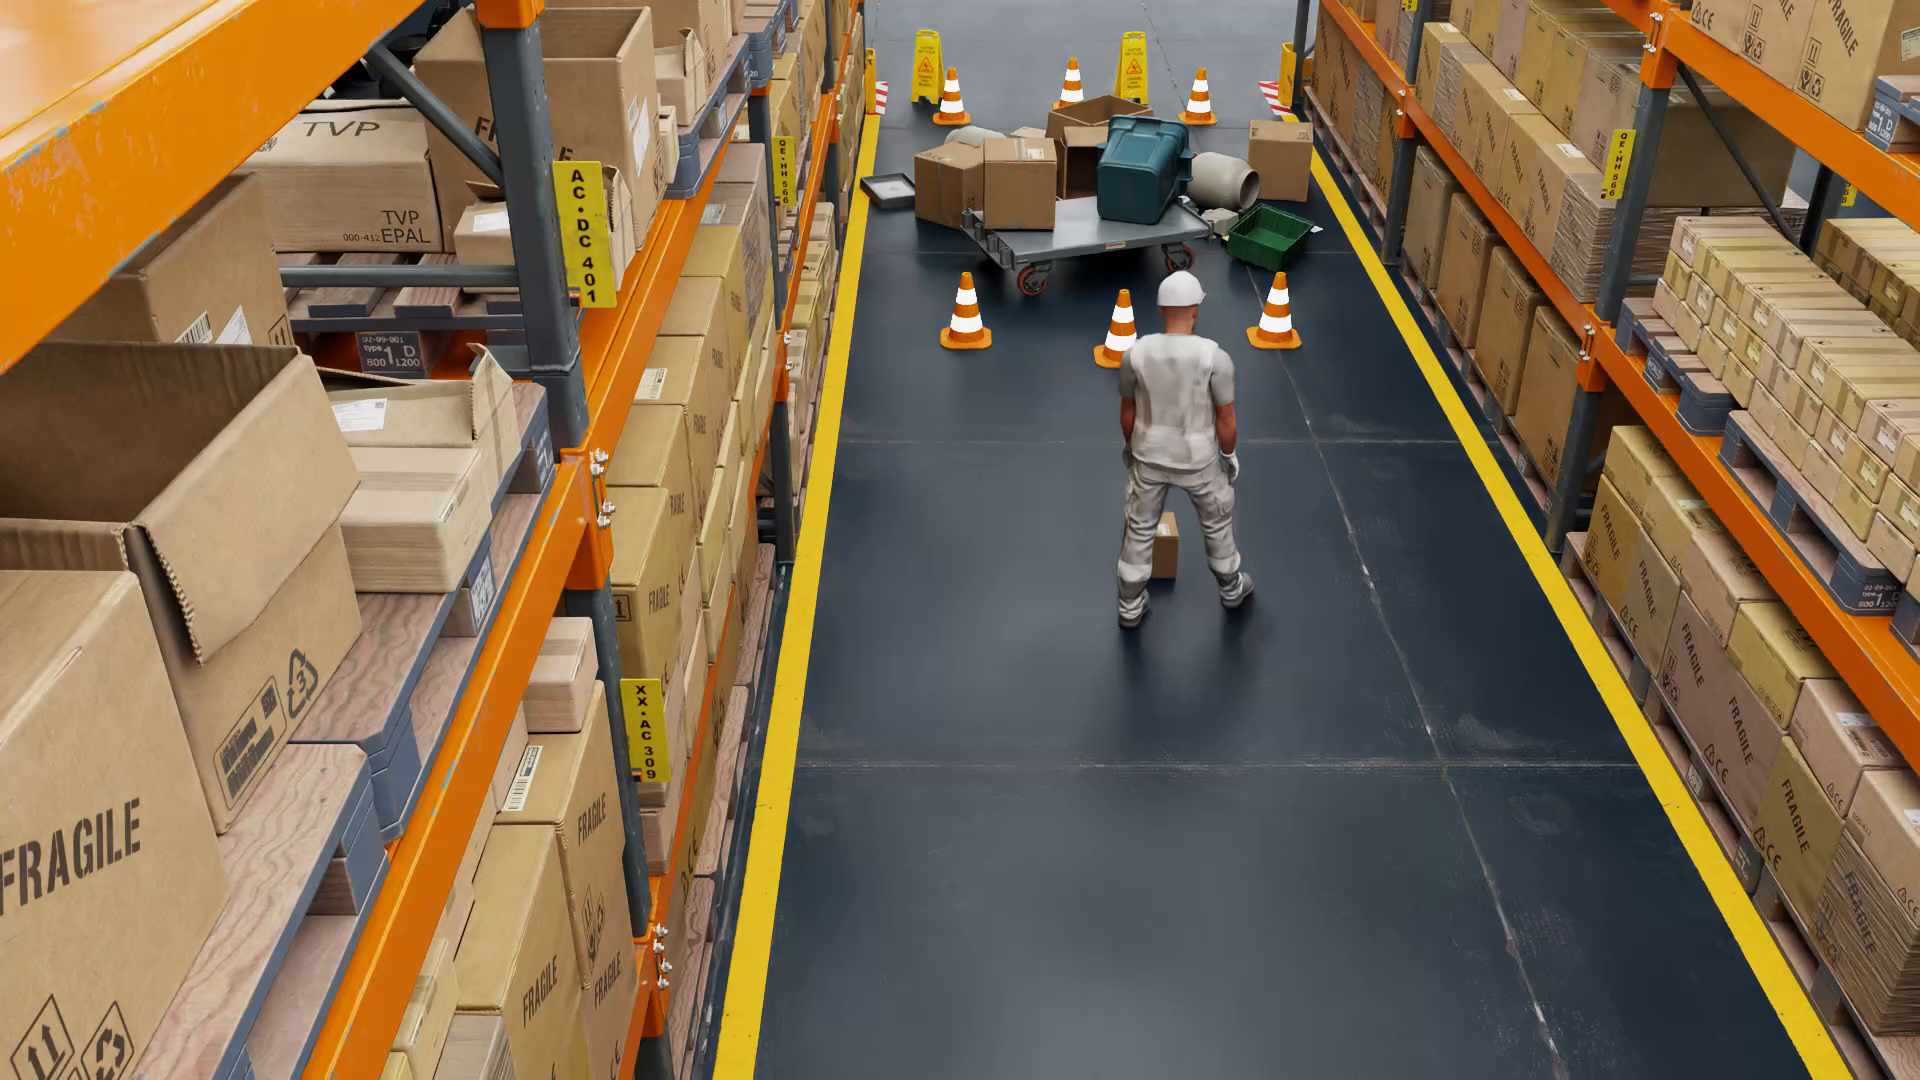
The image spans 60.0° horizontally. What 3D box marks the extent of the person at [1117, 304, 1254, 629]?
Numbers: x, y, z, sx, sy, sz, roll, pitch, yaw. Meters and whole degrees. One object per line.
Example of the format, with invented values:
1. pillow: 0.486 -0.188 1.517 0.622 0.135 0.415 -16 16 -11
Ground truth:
1. person: 14.228 -4.585 14.702 21.024 1.748 23.708 9 32 15
